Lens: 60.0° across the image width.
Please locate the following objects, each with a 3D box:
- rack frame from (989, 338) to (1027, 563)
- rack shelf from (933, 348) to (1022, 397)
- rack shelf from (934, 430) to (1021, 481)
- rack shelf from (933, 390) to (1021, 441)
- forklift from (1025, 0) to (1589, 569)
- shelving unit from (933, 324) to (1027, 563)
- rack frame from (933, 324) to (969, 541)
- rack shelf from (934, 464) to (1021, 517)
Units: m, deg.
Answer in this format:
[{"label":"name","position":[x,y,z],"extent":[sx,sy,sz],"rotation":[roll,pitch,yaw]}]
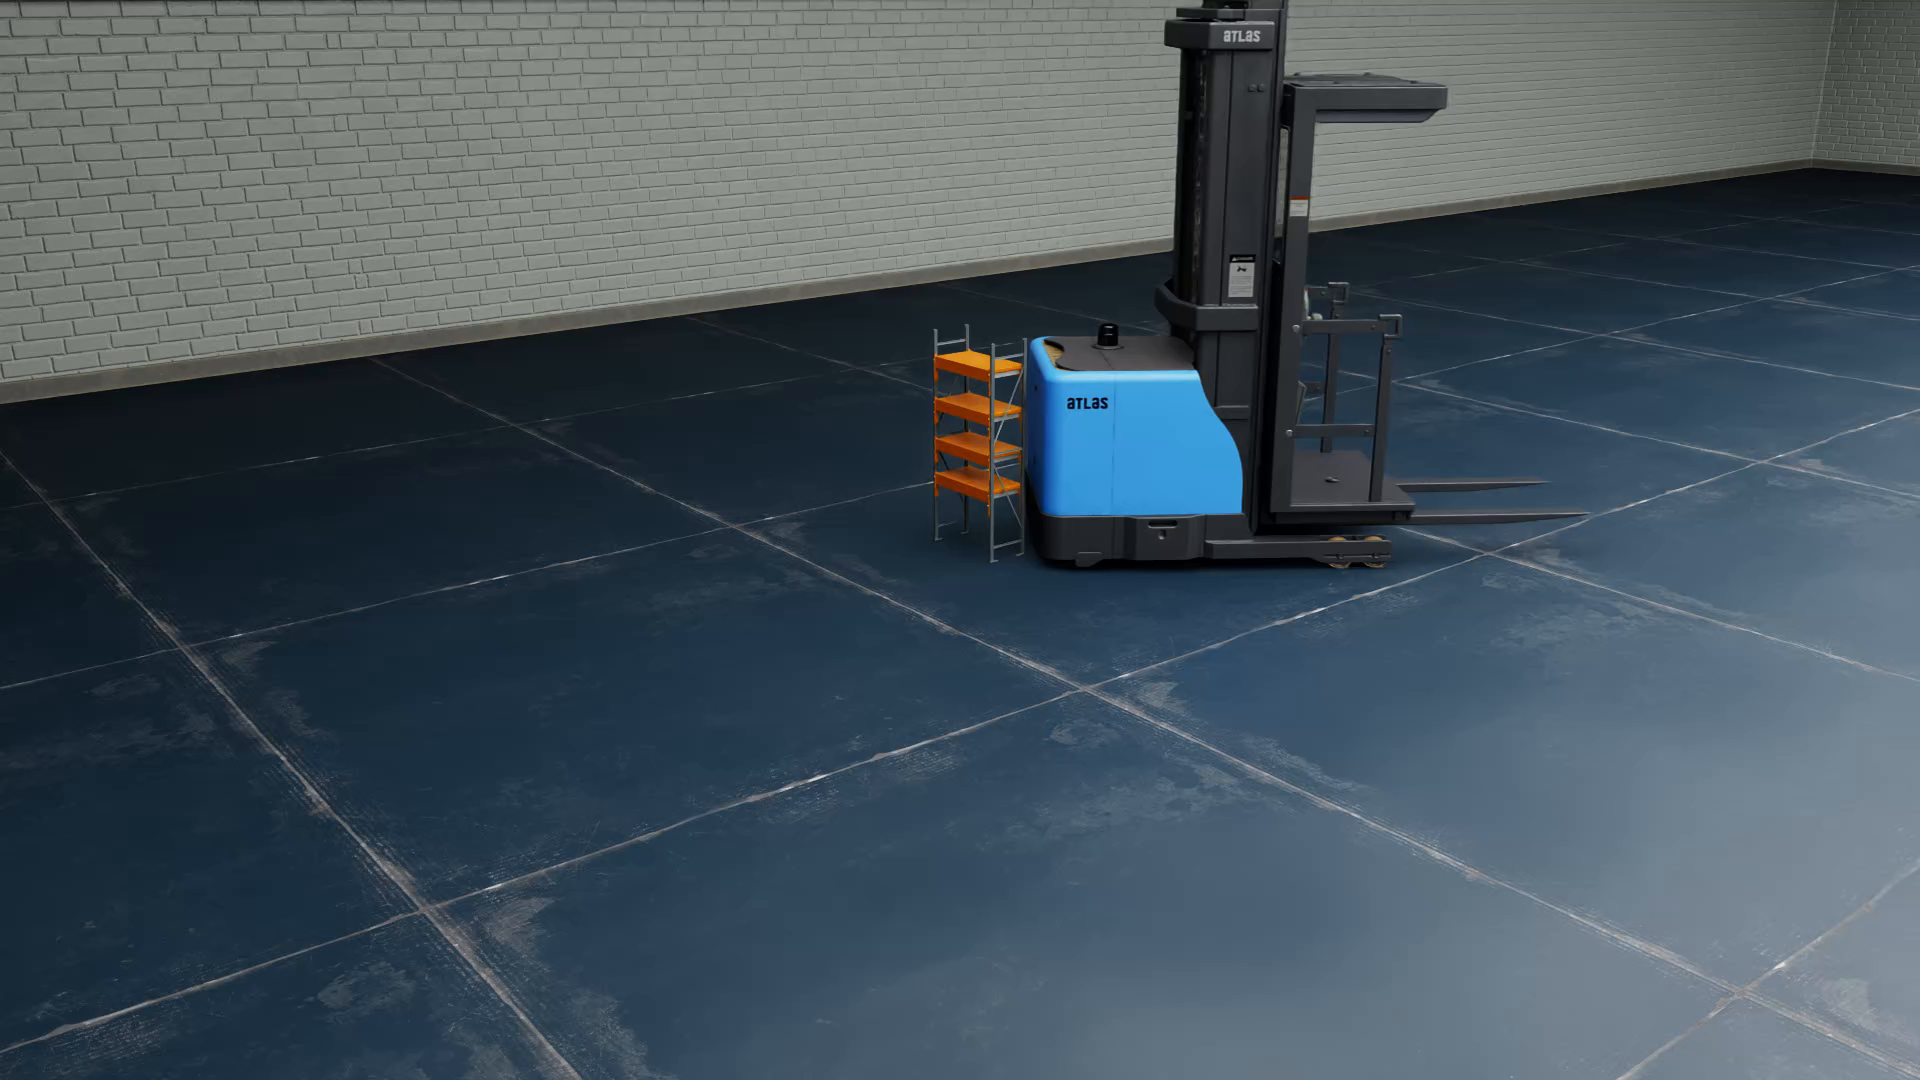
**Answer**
[{"label":"rack frame","position":[0.254,-0.469,8.869],"extent":[0.240,1.200,0.015],"rotation":[-14,23,-36]},{"label":"rack shelf","position":[0.103,-0.902,8.927],"extent":[0.258,0.148,0.480],"rotation":[-14,23,-36]},{"label":"rack shelf","position":[0.103,-0.465,9.072],"extent":[0.258,0.148,0.480],"rotation":[-14,23,-36]},{"label":"rack shelf","position":[0.103,-0.677,9.002],"extent":[0.258,0.148,0.480],"rotation":[-14,23,-36]},{"label":"forklift","position":[1.914,-1.405,8.942],"extent":[3.031,2.935,1.130],"rotation":[-1,18,-3]},{"label":"shelving unit","position":[0.103,-0.529,9.051],"extent":[0.258,1.200,0.503],"rotation":[-14,23,-36]},{"label":"rack frame","position":[-0.049,-0.589,9.232],"extent":[0.240,1.200,0.015],"rotation":[-14,23,-36]},{"label":"rack shelf","position":[0.103,-0.276,9.134],"extent":[0.258,0.148,0.480],"rotation":[-14,23,-36]}]
